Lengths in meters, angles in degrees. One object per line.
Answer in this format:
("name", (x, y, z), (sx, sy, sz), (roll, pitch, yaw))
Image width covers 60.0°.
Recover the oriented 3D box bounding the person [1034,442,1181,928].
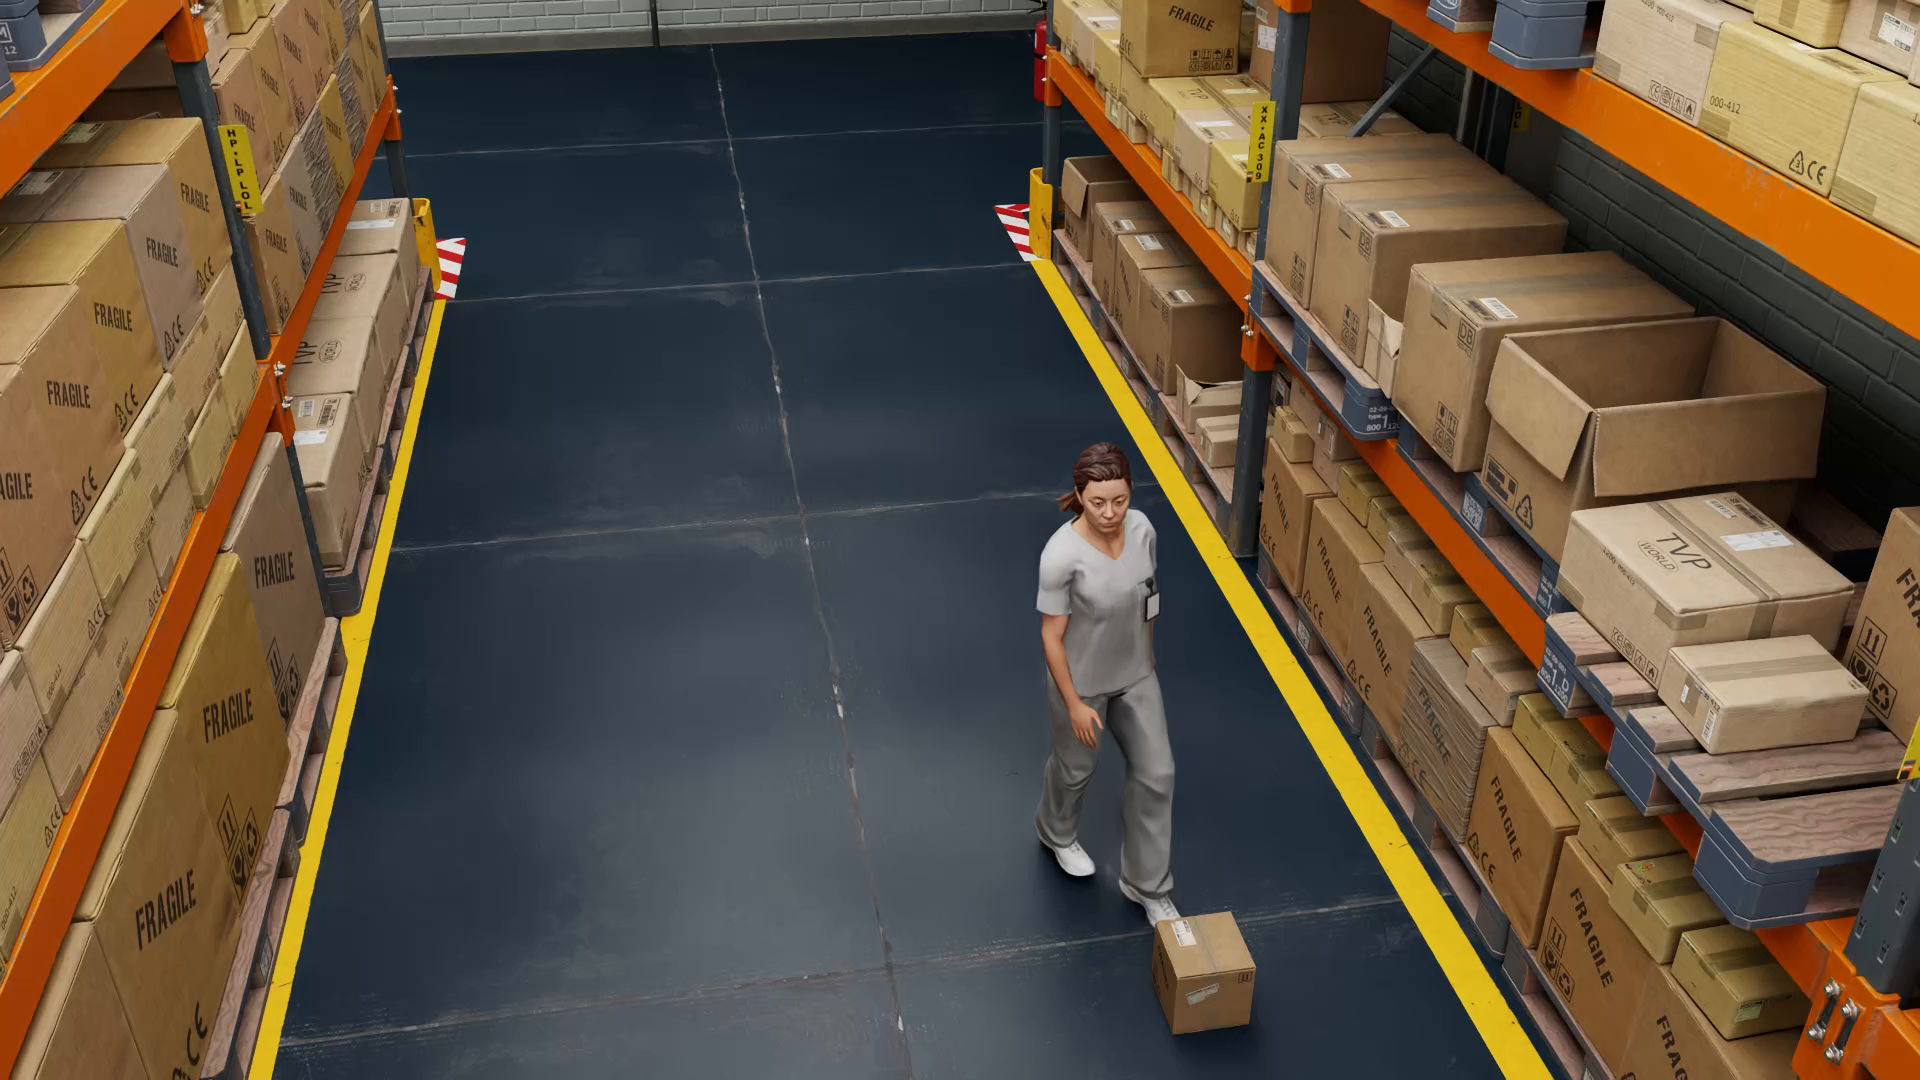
("person", (0.491, 0.491, 5.323), (0.494, 1.703, 0.670), (-13, 33, -21))
